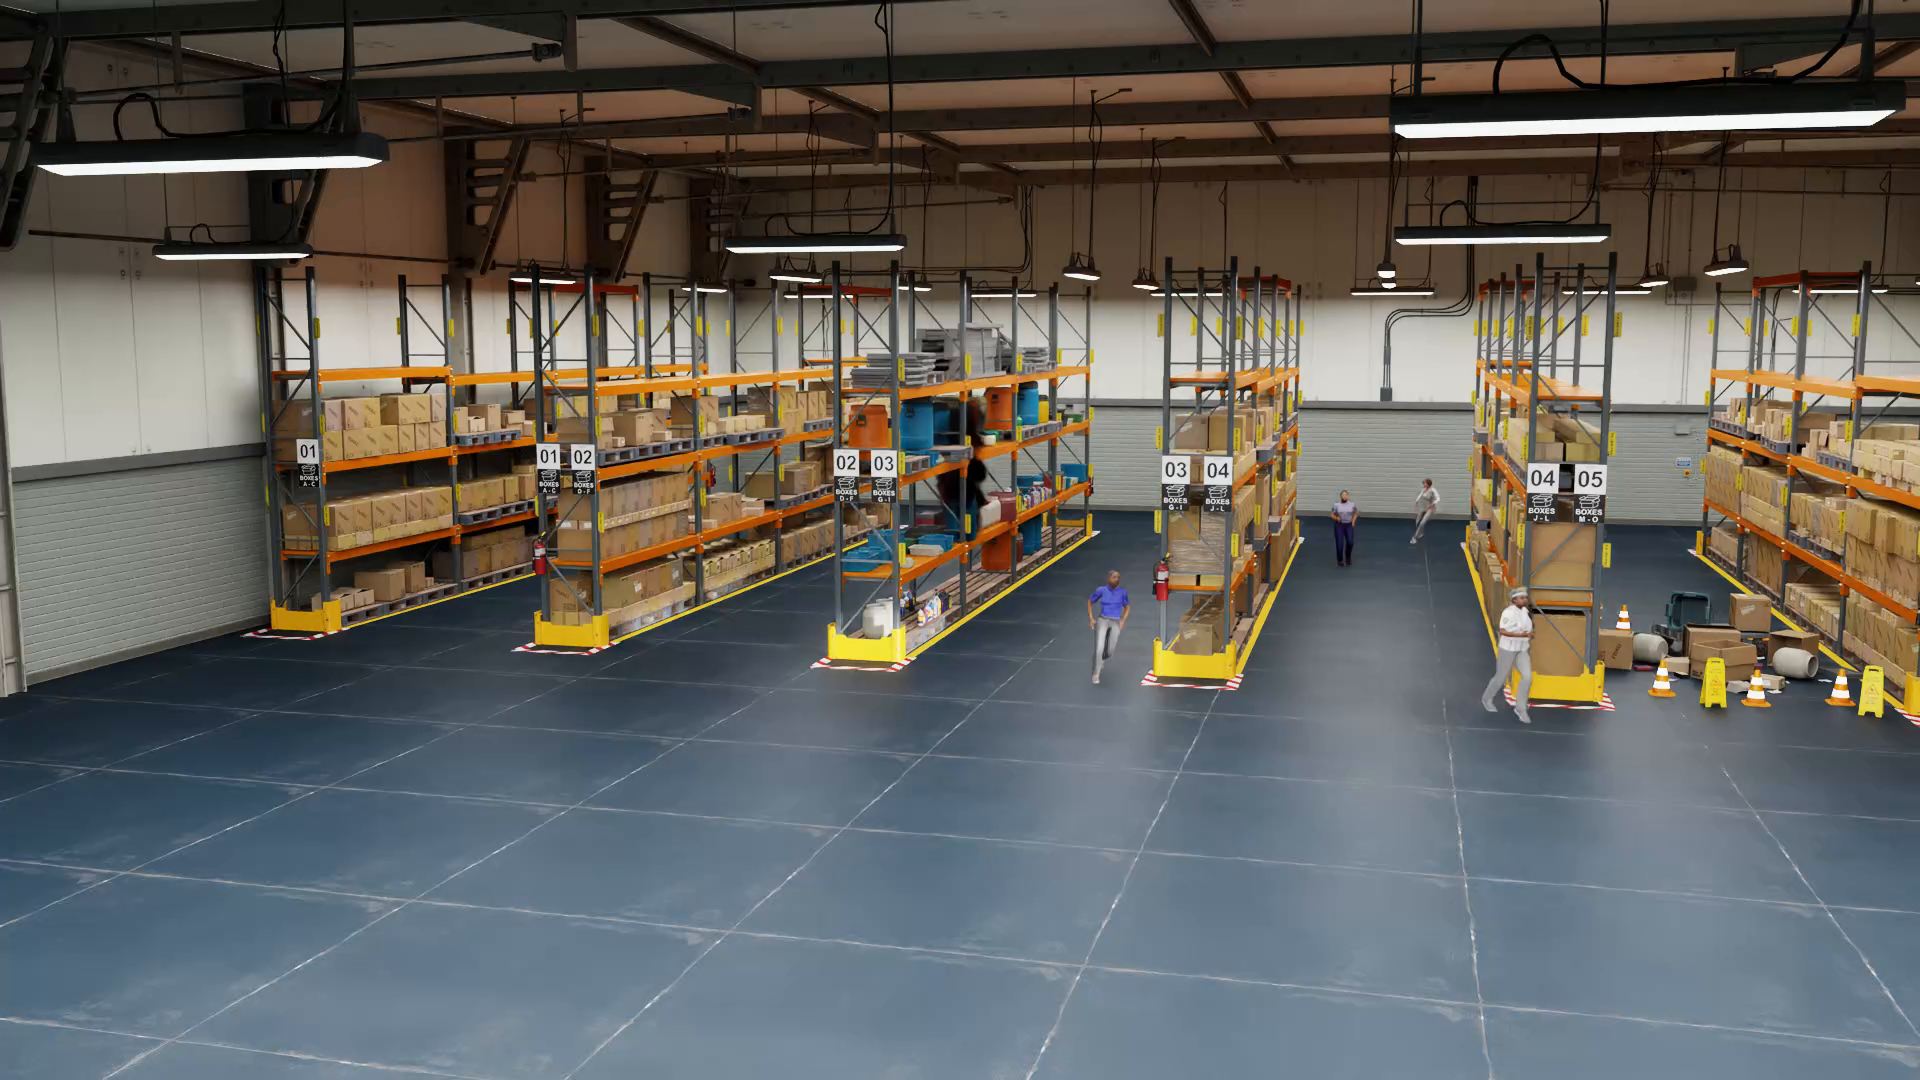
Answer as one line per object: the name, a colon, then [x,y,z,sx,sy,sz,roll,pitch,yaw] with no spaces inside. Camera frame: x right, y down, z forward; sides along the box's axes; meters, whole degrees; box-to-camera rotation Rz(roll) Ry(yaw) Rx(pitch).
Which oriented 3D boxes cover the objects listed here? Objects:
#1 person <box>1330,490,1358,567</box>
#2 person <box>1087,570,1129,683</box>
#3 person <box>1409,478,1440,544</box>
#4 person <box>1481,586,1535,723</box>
person: [8.092,-0.236,35.015,0.577,1.628,0.625,1,7,9]
person: [2.121,1.215,23.818,0.619,1.609,0.583,0,7,-2]
person: [10.792,-0.691,38.793,0.733,1.532,0.780,-6,9,-38]
person: [7.135,1.455,21.481,0.581,1.763,0.777,-4,8,-27]
